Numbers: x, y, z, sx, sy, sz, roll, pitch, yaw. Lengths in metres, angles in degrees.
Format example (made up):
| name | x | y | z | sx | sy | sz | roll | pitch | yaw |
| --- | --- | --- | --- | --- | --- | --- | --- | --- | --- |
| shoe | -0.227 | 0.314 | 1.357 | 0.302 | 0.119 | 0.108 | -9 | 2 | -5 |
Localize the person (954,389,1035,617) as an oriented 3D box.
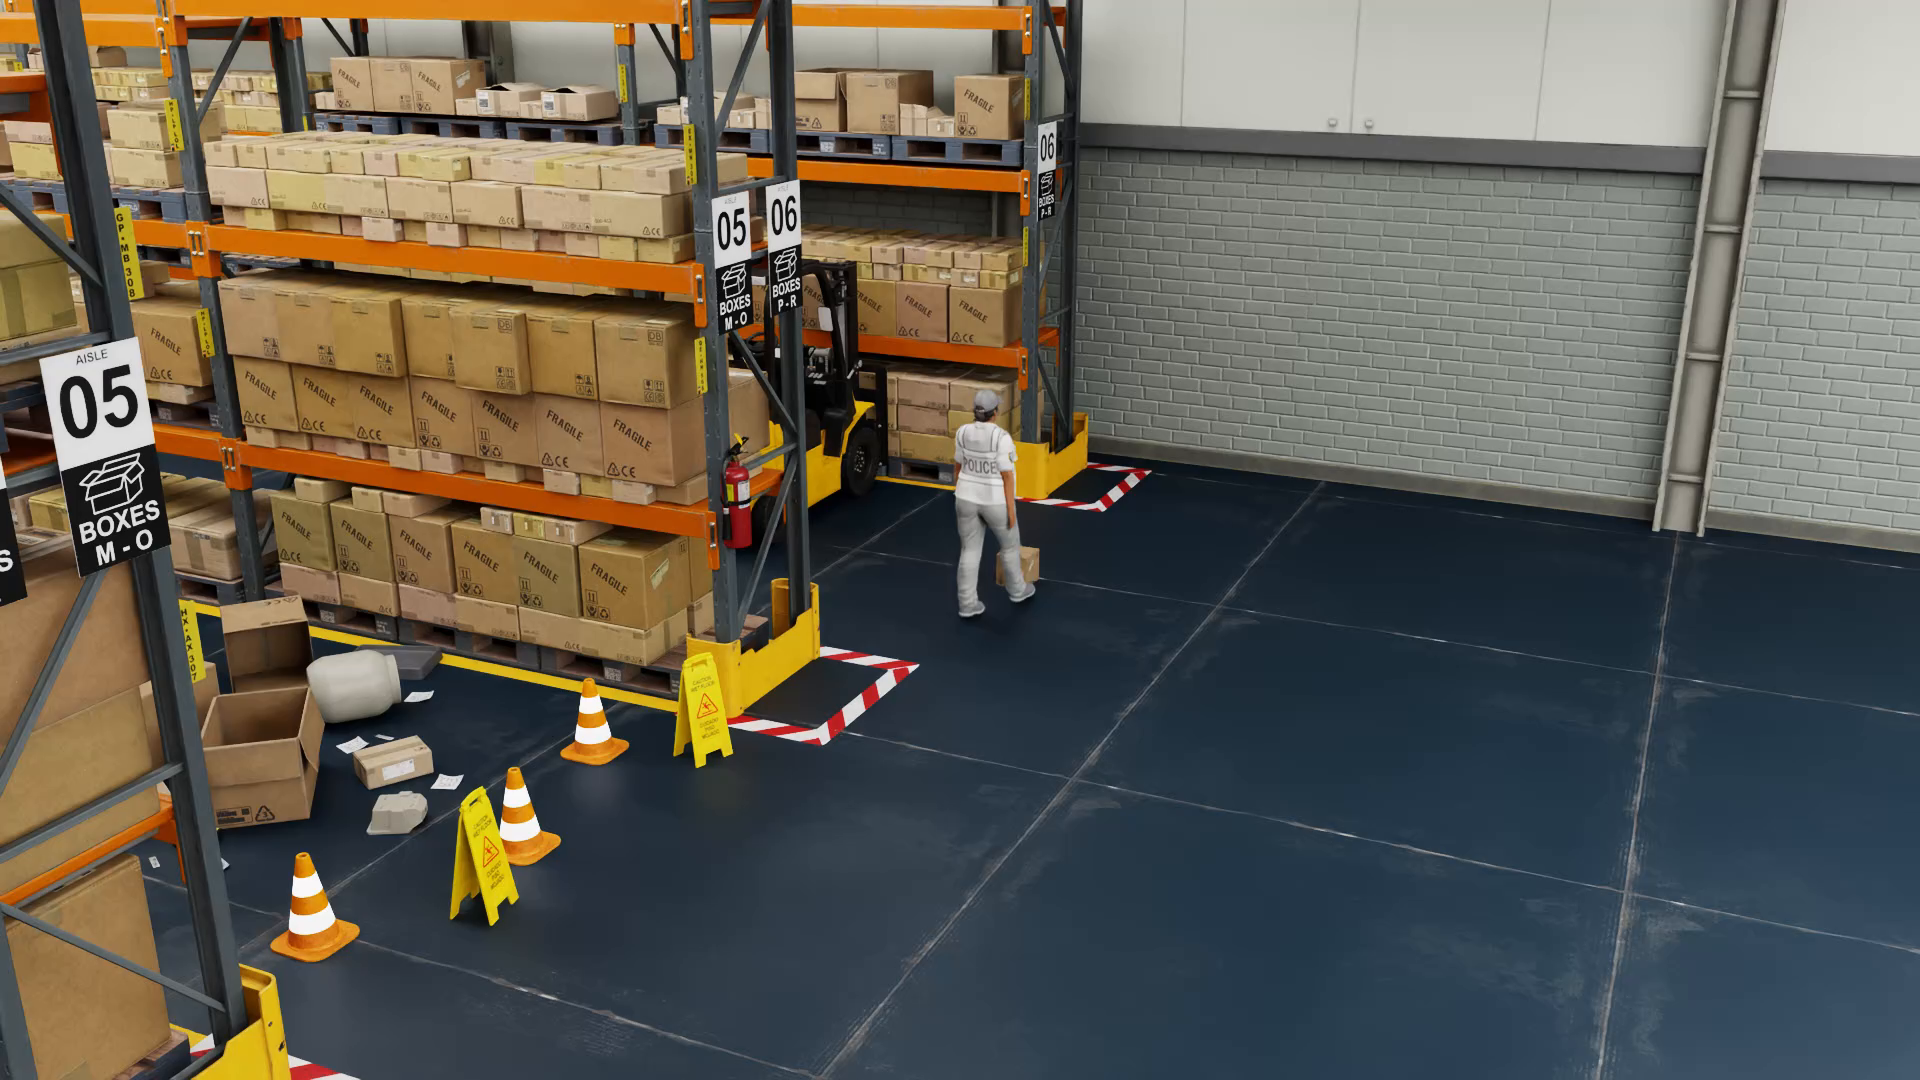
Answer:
| name | x | y | z | sx | sy | sz | roll | pitch | yaw |
| --- | --- | --- | --- | --- | --- | --- | --- | --- | --- |
| person | 0.228 | -0.302 | 11.902 | 0.490 | 1.656 | 0.735 | 8 | 21 | 23 |
